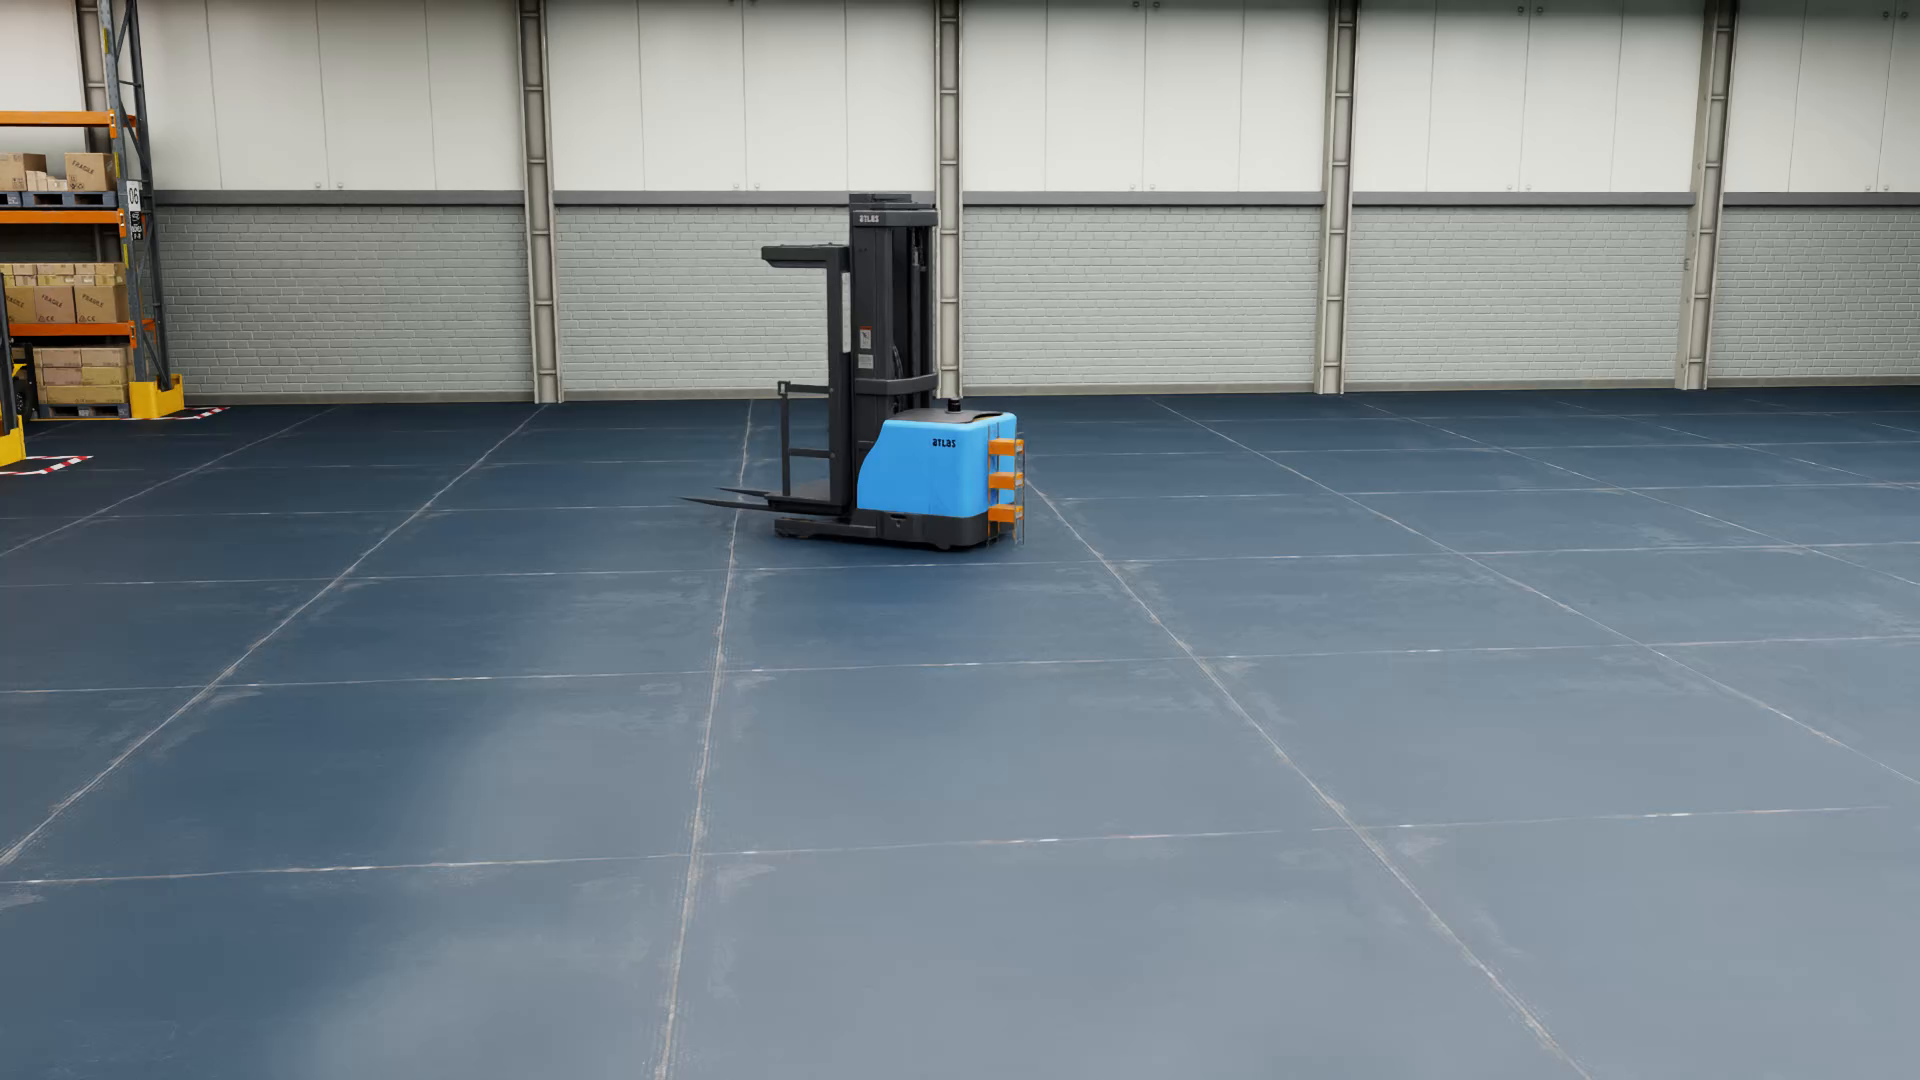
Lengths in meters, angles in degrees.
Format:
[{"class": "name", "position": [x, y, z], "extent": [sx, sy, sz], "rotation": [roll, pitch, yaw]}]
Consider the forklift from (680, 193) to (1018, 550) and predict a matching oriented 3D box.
[{"class": "forklift", "position": [-1.051, -1.531, 14.558], "extent": [3.031, 2.935, 1.130], "rotation": [5, 12, 26]}]

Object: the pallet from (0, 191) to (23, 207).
[{"class": "pallet", "position": [-13.235, -4.645, 22.675], "extent": [1.213, 0.211, 1.003], "rotation": [-1, 11, -6]}]

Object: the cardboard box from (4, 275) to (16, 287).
[{"class": "cardboard box", "position": [-12.901, -3.528, 22.596], "extent": [0.250, 0.149, 0.380], "rotation": [-1, 11, -6]}]

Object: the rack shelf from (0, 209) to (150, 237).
[{"class": "rack shelf", "position": [-13.302, -4.330, 22.706], "extent": [4.000, 0.370, 1.077], "rotation": [-1, 11, -6]}]

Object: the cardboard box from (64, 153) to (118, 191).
[{"class": "cardboard box", "position": [-11.728, -4.973, 22.504], "extent": [0.500, 0.500, 0.500], "rotation": [-1, 11, -4]}]

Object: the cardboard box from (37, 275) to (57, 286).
[{"class": "cardboard box", "position": [-12.391, -3.552, 22.717], "extent": [0.250, 0.149, 0.380], "rotation": [-1, 11, -6]}]

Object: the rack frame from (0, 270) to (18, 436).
[{"class": "rack frame", "position": [-10.774, -2.301, 18.296], "extent": [0.127, 3.000, 1.000], "rotation": [-1, 11, -6]}]

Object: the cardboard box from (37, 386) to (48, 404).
[{"class": "cardboard box", "position": [-12.741, -2.022, 22.917], "extent": [0.500, 0.250, 0.500], "rotation": [-1, 11, -5]}]

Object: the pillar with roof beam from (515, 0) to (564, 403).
[{"class": "pillar with roof beam", "position": [-5.674, -5.654, 19.801], "extent": [0.400, 9.000, 9.100], "rotation": [-1, 11, -6]}]

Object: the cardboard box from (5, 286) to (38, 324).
[{"class": "cardboard box", "position": [-12.801, -3.221, 22.719], "extent": [0.500, 0.500, 0.500], "rotation": [-1, 11, -7]}]

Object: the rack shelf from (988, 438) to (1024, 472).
[{"class": "rack shelf", "position": [0.390, -0.721, 13.898], "extent": [0.240, 0.259, 0.215], "rotation": [5, 12, 26]}]

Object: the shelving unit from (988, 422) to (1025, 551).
[{"class": "shelving unit", "position": [0.390, -0.453, 13.950], "extent": [0.252, 1.050, 0.215], "rotation": [5, 12, 26]}]

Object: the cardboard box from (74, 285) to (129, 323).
[{"class": "cardboard box", "position": [-11.775, -3.241, 22.820], "extent": [0.500, 0.500, 0.500], "rotation": [-1, 11, -7]}]

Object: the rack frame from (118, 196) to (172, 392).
[{"class": "rack frame", "position": [-11.314, -3.253, 23.138], "extent": [0.127, 3.000, 1.000], "rotation": [-1, 11, -6]}]

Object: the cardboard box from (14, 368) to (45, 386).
[{"class": "cardboard box", "position": [-12.775, -2.262, 22.840], "extent": [0.500, 0.250, 0.500], "rotation": [-1, 11, -7]}]

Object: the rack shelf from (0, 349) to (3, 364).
[{"class": "rack shelf", "position": [-12.762, -1.906, 18.154], "extent": [4.000, 0.370, 1.077], "rotation": [-1, 11, -6]}]

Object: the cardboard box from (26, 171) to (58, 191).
[{"class": "cardboard box", "position": [-12.357, -4.833, 22.400], "extent": [0.258, 0.266, 0.396], "rotation": [-1, 11, -6]}]

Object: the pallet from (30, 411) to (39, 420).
[{"class": "pallet", "position": [-13.280, -1.836, 23.159], "extent": [1.213, 0.211, 1.003], "rotation": [-1, 11, -6]}]

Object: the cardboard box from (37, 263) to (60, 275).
[{"class": "cardboard box", "position": [-12.402, -3.706, 22.729], "extent": [0.250, 0.149, 0.380], "rotation": [-1, 11, -6]}]

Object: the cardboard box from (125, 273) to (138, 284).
[{"class": "cardboard box", "position": [-11.679, -3.663, 23.283], "extent": [0.250, 0.149, 0.380], "rotation": [-1, 11, -8]}]

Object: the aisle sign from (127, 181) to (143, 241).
[{"class": "aisle sign", "position": [-11.217, -4.473, 22.608], "extent": [0.004, 0.787, 0.394], "rotation": [-1, 11, -6]}]

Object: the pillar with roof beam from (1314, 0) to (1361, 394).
[{"class": "pillar with roof beam", "position": [6.256, -5.904, 21.072], "extent": [0.400, 9.000, 9.100], "rotation": [-1, 11, -6]}]

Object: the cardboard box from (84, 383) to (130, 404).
[{"class": "cardboard box", "position": [-11.747, -2.039, 23.005], "extent": [0.500, 0.250, 0.500], "rotation": [-1, 11, -6]}]

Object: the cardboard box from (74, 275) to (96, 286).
[{"class": "cardboard box", "position": [-11.879, -3.548, 22.699], "extent": [0.250, 0.149, 0.380], "rotation": [-1, 11, -5]}]

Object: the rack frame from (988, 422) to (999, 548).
[{"class": "rack frame", "position": [0.280, -0.463, 14.004], "extent": [0.008, 1.050, 0.200], "rotation": [5, 12, 26]}]

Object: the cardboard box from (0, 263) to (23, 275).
[{"class": "cardboard box", "position": [-12.905, -3.672, 22.560], "extent": [0.250, 0.149, 0.380], "rotation": [-1, 11, -5]}]

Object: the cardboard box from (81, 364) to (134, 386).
[{"class": "cardboard box", "position": [-11.764, -2.285, 22.958], "extent": [0.500, 0.250, 0.500], "rotation": [-1, 11, -7]}]

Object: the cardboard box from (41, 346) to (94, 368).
[{"class": "cardboard box", "position": [-12.245, -2.519, 22.853], "extent": [0.500, 0.250, 0.500], "rotation": [-1, 11, -5]}]

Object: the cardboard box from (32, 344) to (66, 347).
[{"class": "cardboard box", "position": [-12.807, -2.607, 23.301], "extent": [0.500, 0.250, 0.500], "rotation": [-1, 11, -6]}]

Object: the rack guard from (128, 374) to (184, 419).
[{"class": "rack guard", "position": [-11.290, -2.027, 23.382], "extent": [0.348, 0.500, 1.175], "rotation": [-1, 11, -6]}]

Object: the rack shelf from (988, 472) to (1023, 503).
[{"class": "rack shelf", "position": [0.390, -0.443, 13.952], "extent": [0.240, 0.259, 0.215], "rotation": [5, 12, 26]}]

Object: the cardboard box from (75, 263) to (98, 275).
[{"class": "cardboard box", "position": [-11.889, -3.707, 22.737], "extent": [0.250, 0.149, 0.380], "rotation": [-1, 11, -6]}]

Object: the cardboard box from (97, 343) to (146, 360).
[{"class": "cardboard box", "position": [-11.812, -2.627, 23.400], "extent": [0.500, 0.250, 0.500], "rotation": [-1, 11, -7]}]

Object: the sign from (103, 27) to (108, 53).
[{"class": "sign", "position": [-11.269, -6.589, 21.931], "extent": [0.005, 0.325, 0.100], "rotation": [-1, 11, -6]}]
